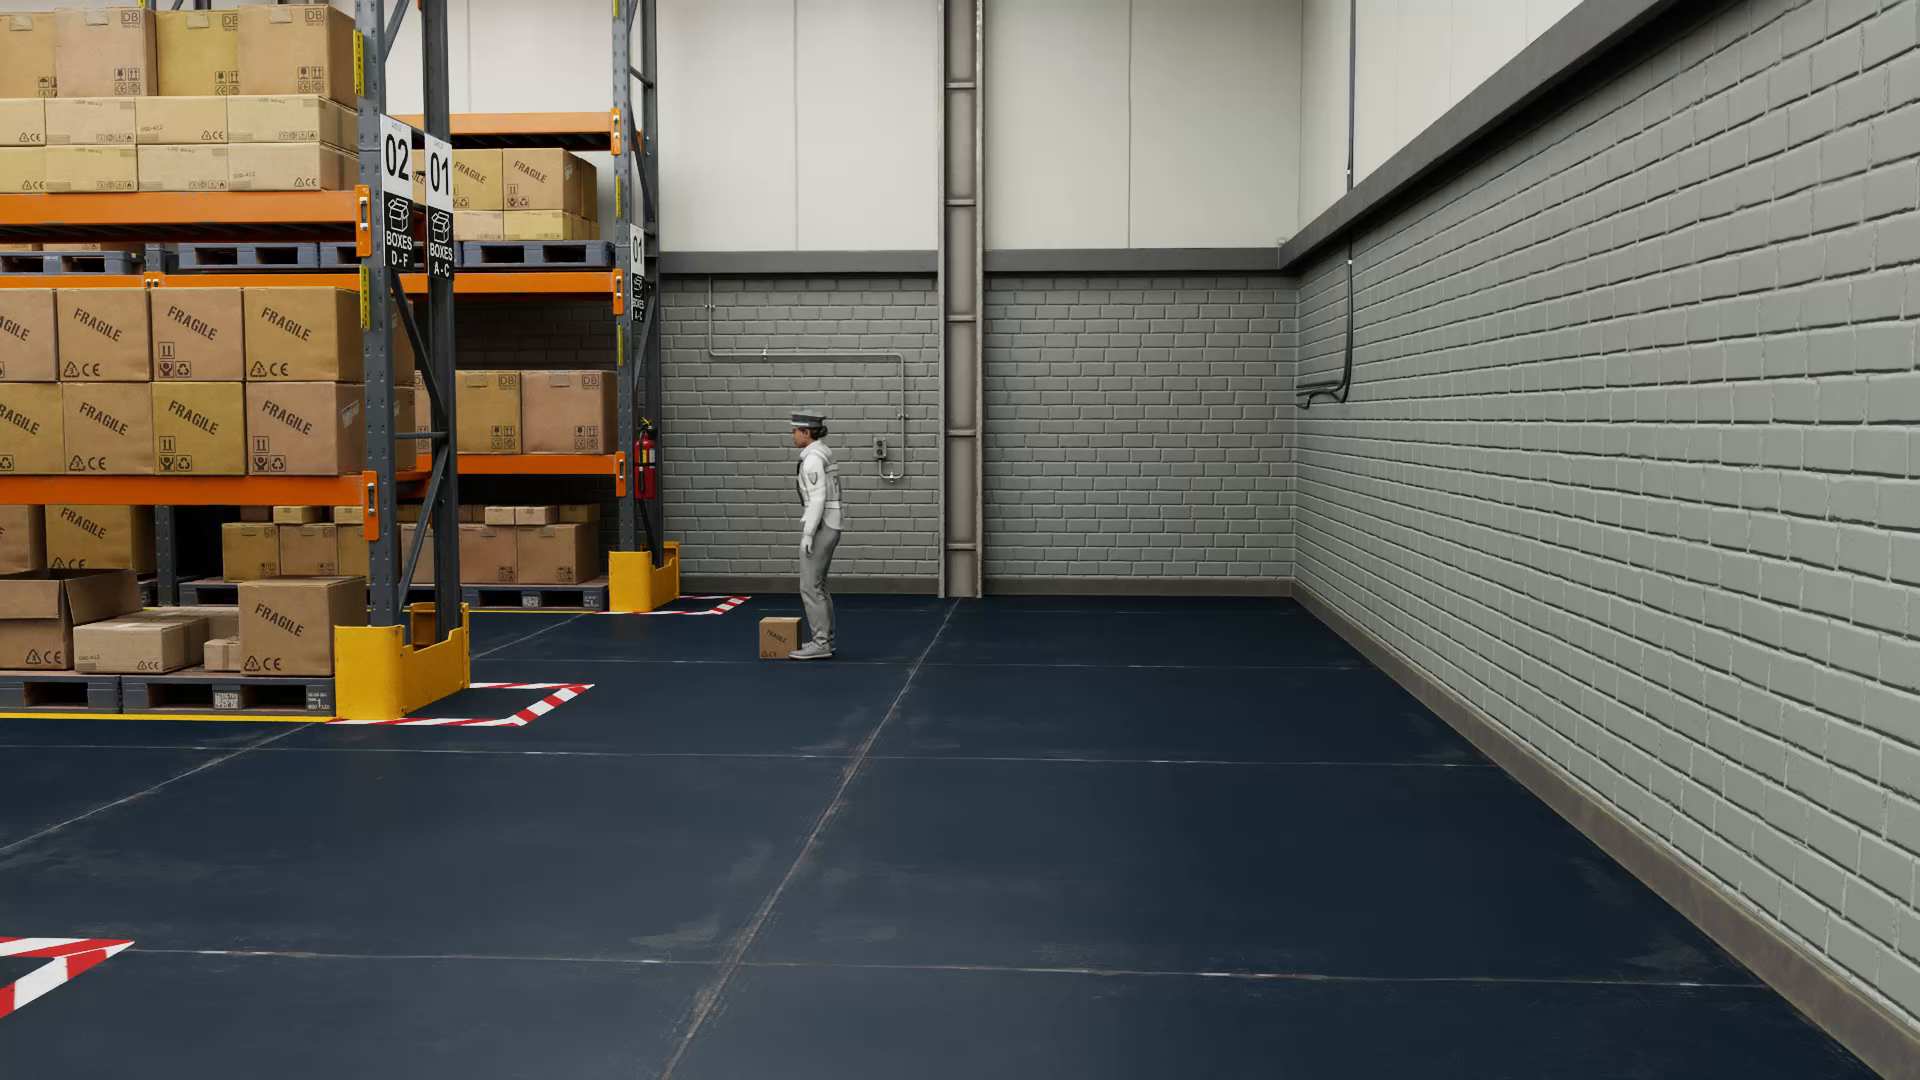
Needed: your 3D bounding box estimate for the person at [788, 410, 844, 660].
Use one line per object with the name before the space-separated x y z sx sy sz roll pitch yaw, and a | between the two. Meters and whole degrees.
person | -0.965 -0.042 11.179 0.373 1.663 0.526 0 4 2
